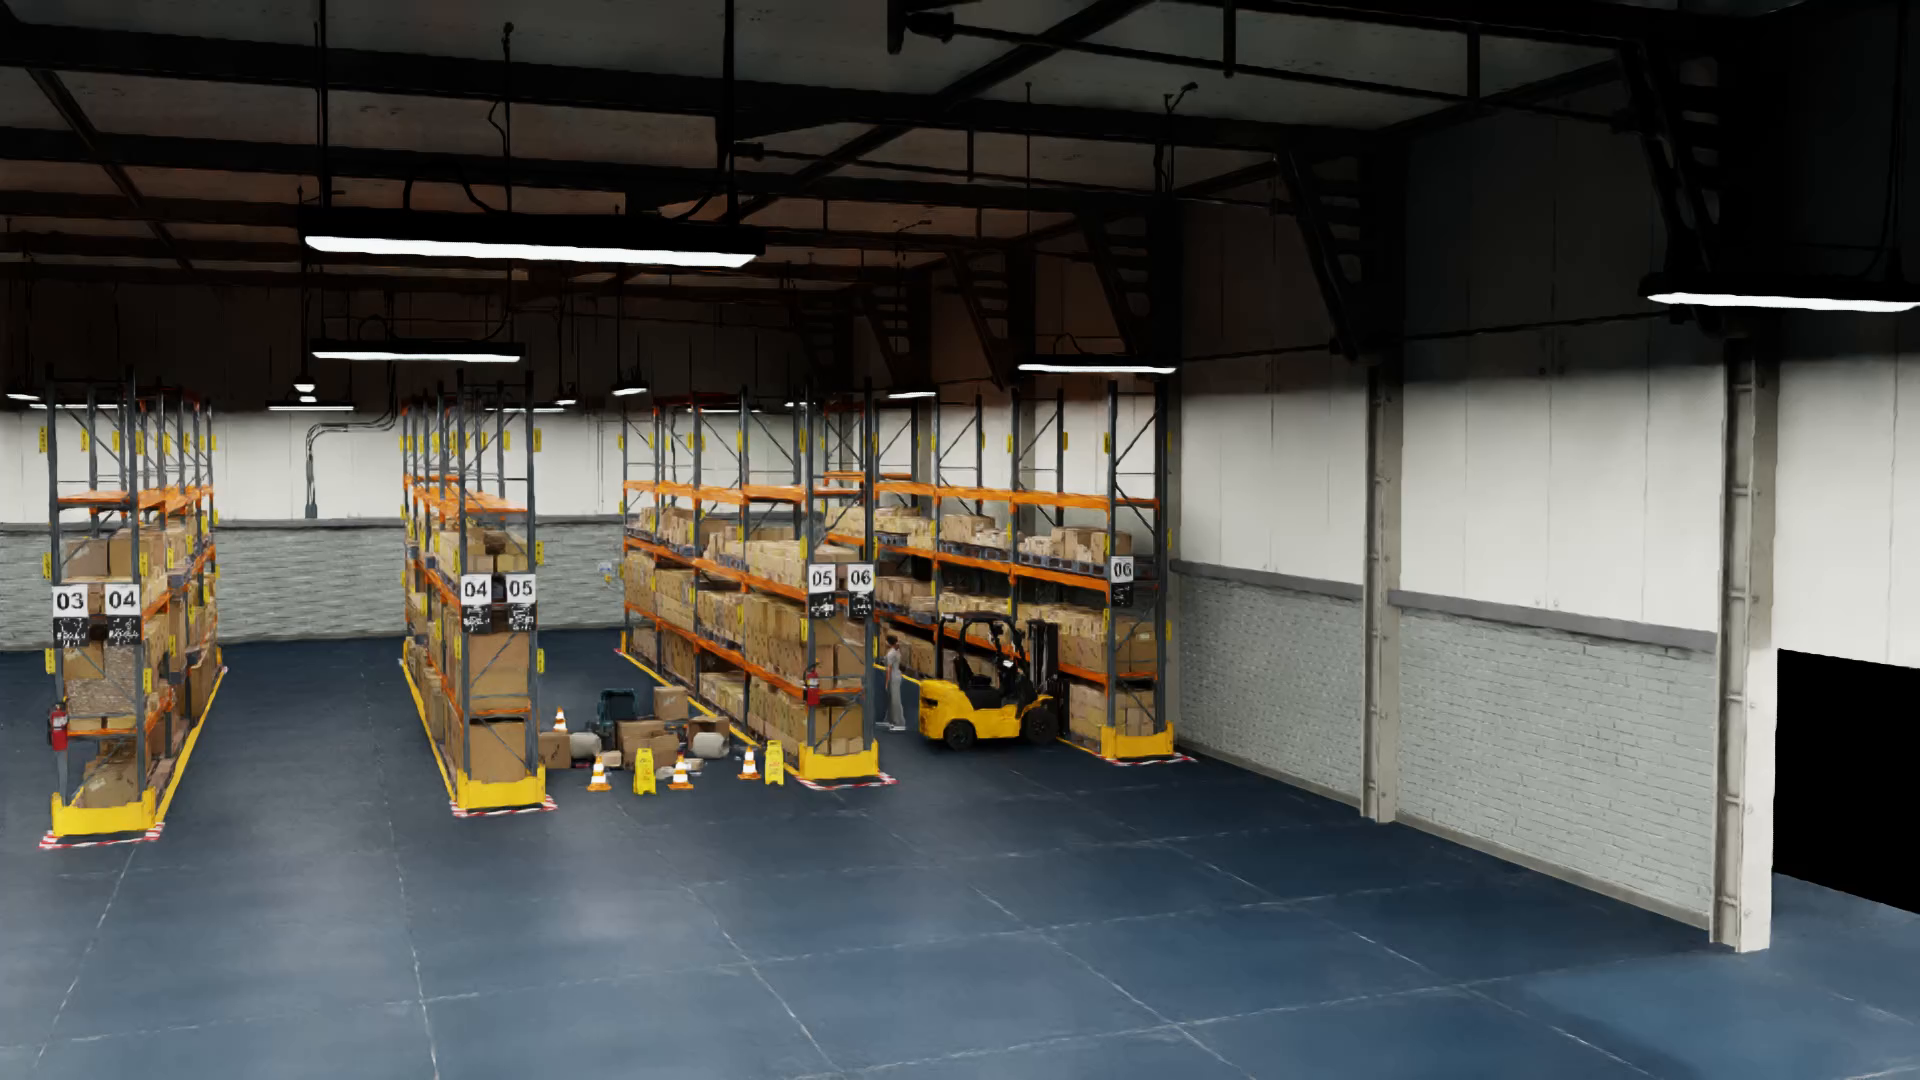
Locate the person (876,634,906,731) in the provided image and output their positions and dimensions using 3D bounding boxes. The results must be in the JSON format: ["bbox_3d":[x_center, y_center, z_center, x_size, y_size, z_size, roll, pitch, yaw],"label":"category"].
[{"bbox_3d":[-1.205,2.459,28.949,0.569,1.668,0.563,1,3,10],"label":"person"}]
